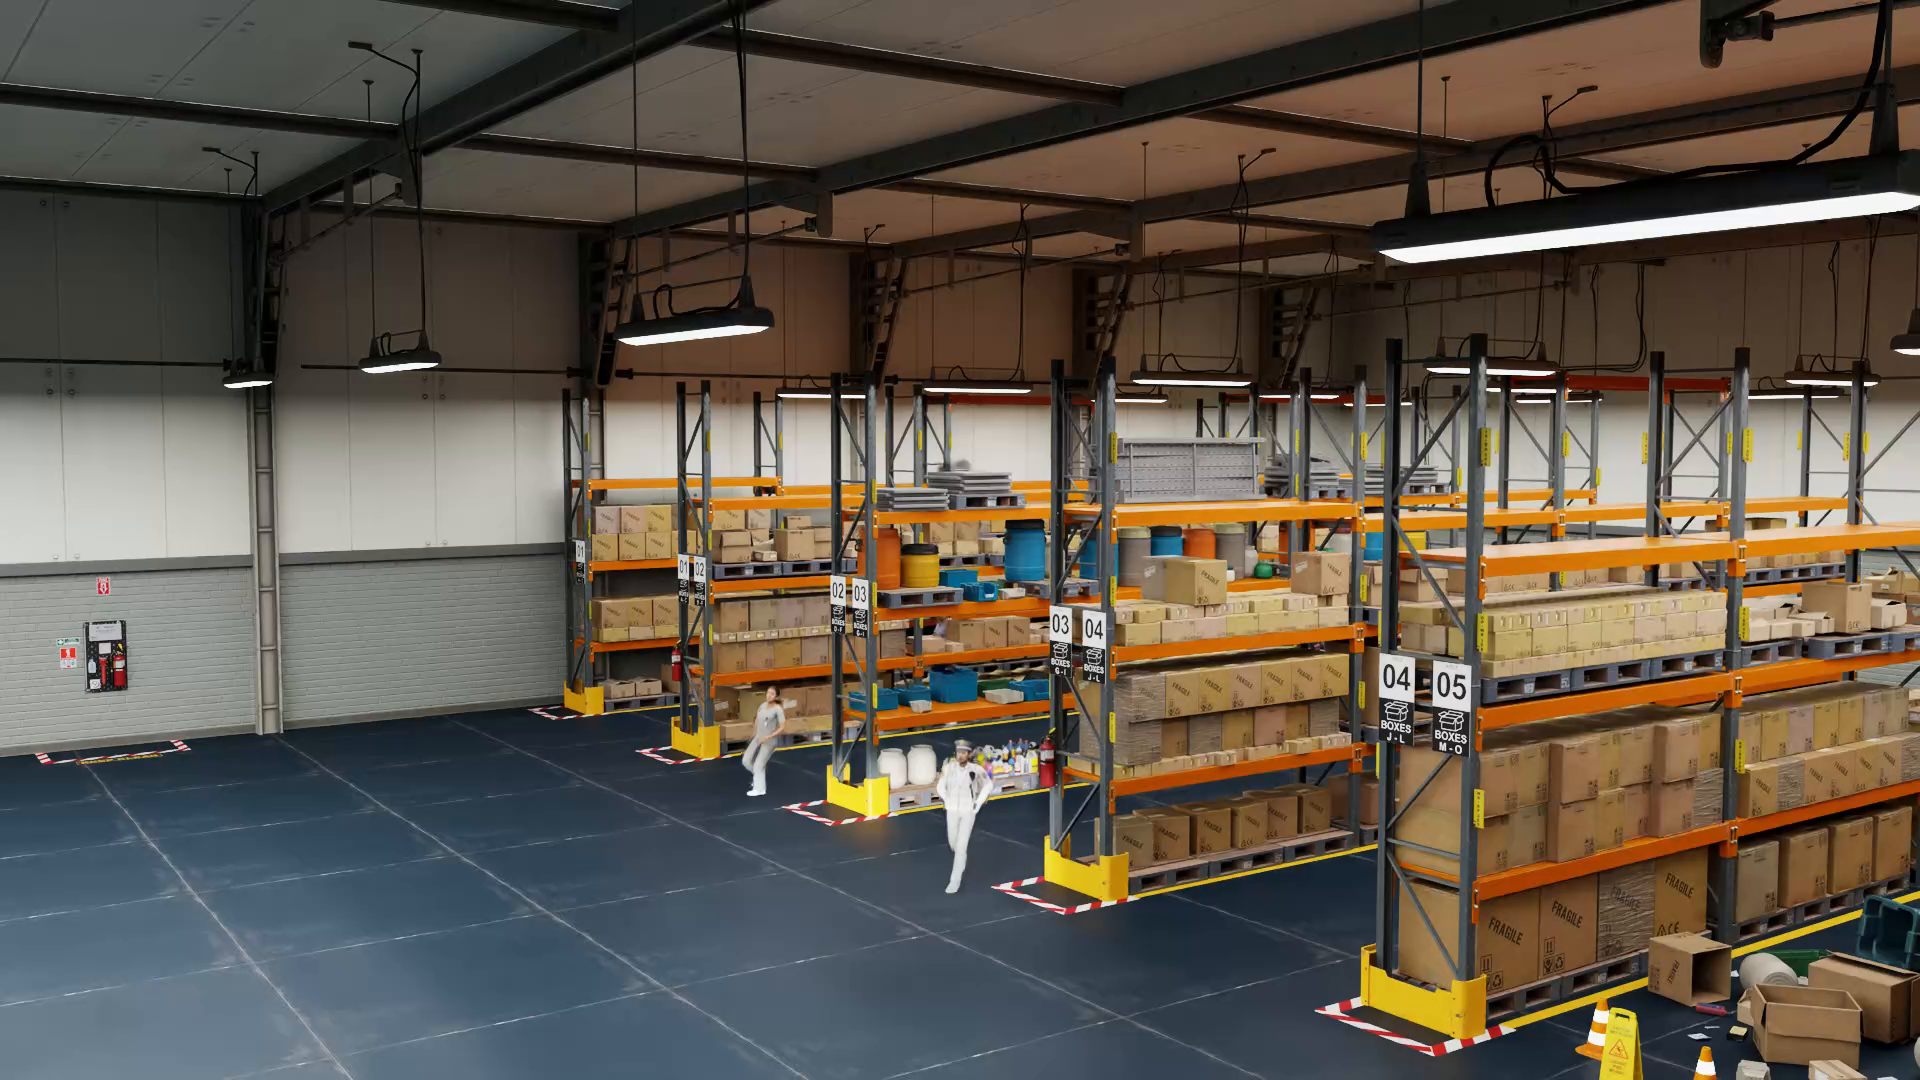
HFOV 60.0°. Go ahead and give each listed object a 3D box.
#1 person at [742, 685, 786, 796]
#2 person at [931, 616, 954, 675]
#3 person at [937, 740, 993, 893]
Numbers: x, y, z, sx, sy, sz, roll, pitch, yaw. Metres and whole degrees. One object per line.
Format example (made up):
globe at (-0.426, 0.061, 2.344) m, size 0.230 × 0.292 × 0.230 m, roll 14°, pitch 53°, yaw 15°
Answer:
person at (-2.771, 2.853, 23.502) m, size 0.600 × 1.588 × 0.542 m, roll 2°, pitch 4°, yaw 34°
person at (-0.280, 2.090, 31.590) m, size 0.555 × 1.587 × 0.624 m, roll -3°, pitch 4°, yaw -35°
person at (0.041, 3.096, 18.960) m, size 0.624 × 1.682 × 0.859 m, roll 1°, pitch 4°, yaw 17°
